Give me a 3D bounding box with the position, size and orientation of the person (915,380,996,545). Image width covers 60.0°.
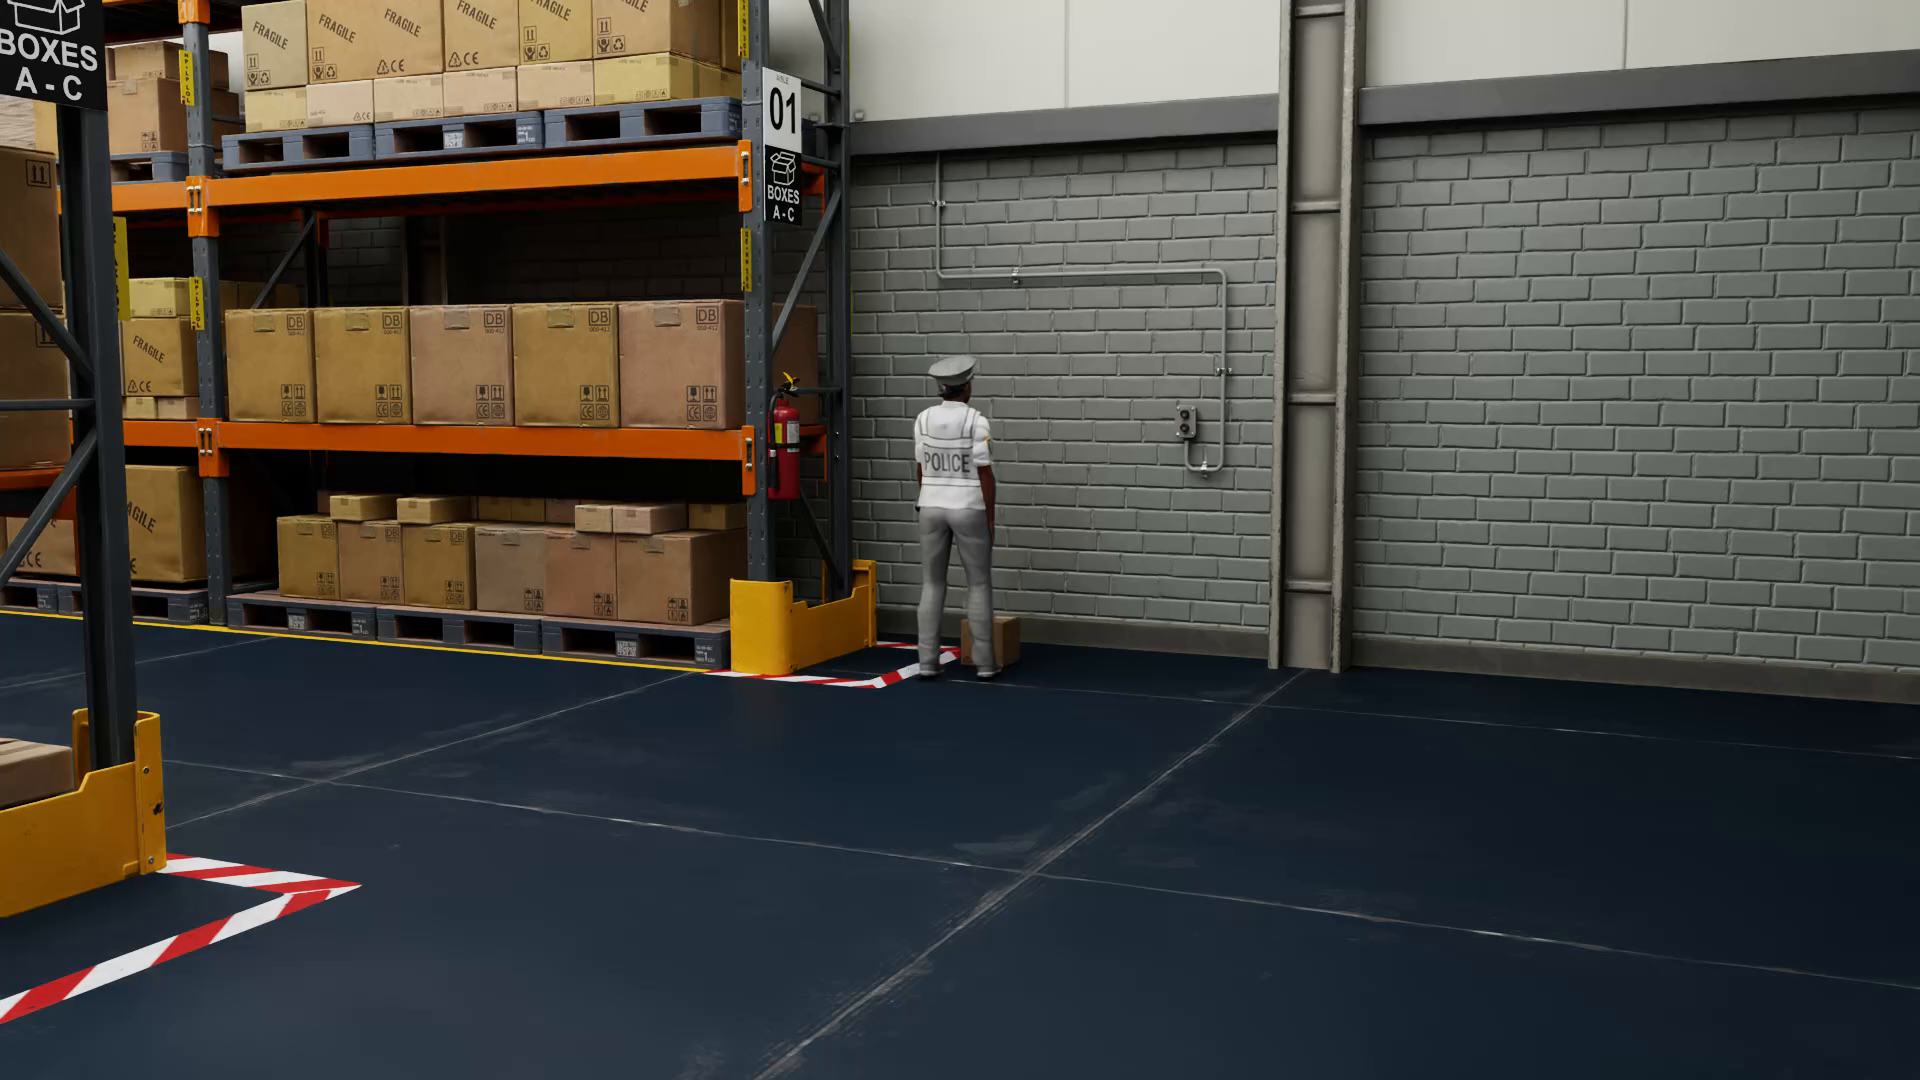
[{"bbox_3d":[-0.018,-0.440,8.700,0.447,0.991,0.333,2,6,18],"label":"person"}]
